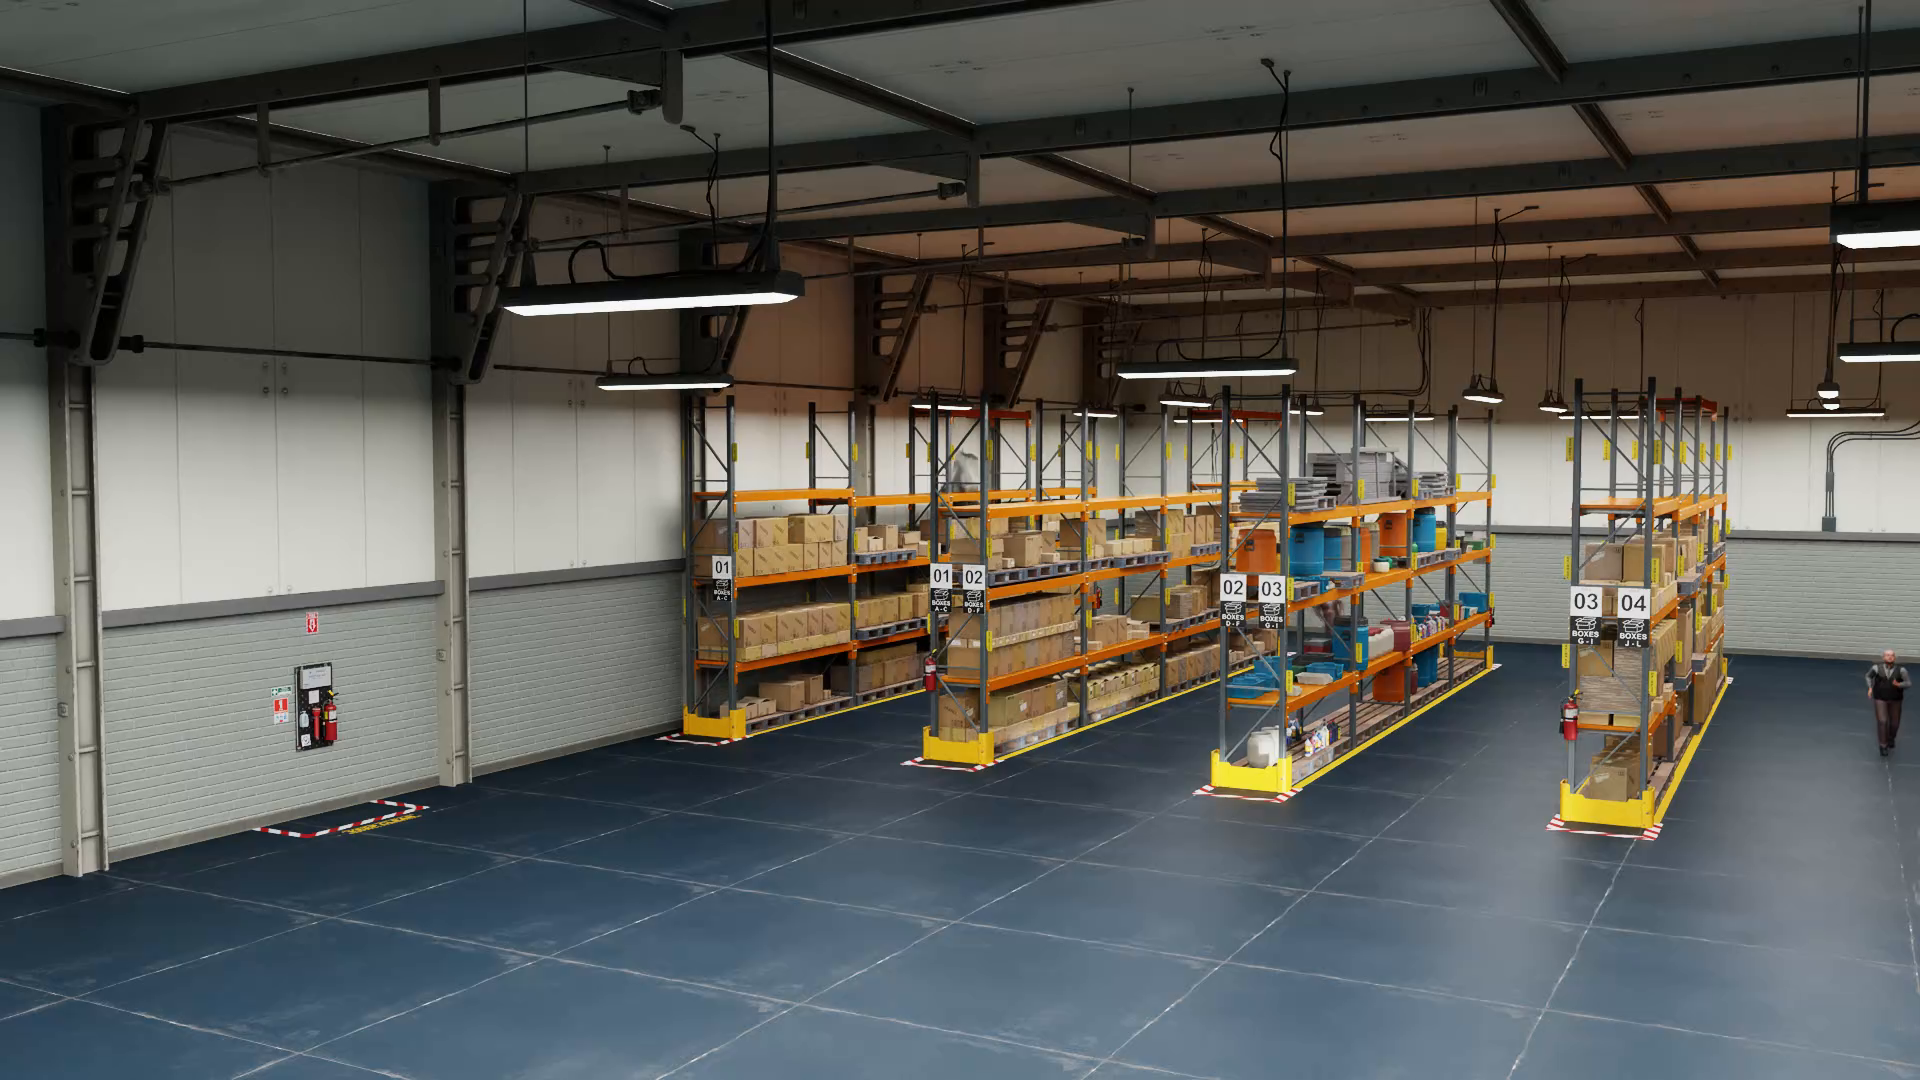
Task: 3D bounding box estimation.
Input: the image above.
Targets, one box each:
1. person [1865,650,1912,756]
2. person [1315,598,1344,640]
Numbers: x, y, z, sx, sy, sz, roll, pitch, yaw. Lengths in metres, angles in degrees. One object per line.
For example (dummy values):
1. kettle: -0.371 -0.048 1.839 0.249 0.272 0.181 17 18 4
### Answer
1. person: 15.365 2.669 27.529 0.656 1.707 0.969 1 3 24
2. person: 9.009 1.994 40.417 0.766 1.751 0.934 0 3 7
